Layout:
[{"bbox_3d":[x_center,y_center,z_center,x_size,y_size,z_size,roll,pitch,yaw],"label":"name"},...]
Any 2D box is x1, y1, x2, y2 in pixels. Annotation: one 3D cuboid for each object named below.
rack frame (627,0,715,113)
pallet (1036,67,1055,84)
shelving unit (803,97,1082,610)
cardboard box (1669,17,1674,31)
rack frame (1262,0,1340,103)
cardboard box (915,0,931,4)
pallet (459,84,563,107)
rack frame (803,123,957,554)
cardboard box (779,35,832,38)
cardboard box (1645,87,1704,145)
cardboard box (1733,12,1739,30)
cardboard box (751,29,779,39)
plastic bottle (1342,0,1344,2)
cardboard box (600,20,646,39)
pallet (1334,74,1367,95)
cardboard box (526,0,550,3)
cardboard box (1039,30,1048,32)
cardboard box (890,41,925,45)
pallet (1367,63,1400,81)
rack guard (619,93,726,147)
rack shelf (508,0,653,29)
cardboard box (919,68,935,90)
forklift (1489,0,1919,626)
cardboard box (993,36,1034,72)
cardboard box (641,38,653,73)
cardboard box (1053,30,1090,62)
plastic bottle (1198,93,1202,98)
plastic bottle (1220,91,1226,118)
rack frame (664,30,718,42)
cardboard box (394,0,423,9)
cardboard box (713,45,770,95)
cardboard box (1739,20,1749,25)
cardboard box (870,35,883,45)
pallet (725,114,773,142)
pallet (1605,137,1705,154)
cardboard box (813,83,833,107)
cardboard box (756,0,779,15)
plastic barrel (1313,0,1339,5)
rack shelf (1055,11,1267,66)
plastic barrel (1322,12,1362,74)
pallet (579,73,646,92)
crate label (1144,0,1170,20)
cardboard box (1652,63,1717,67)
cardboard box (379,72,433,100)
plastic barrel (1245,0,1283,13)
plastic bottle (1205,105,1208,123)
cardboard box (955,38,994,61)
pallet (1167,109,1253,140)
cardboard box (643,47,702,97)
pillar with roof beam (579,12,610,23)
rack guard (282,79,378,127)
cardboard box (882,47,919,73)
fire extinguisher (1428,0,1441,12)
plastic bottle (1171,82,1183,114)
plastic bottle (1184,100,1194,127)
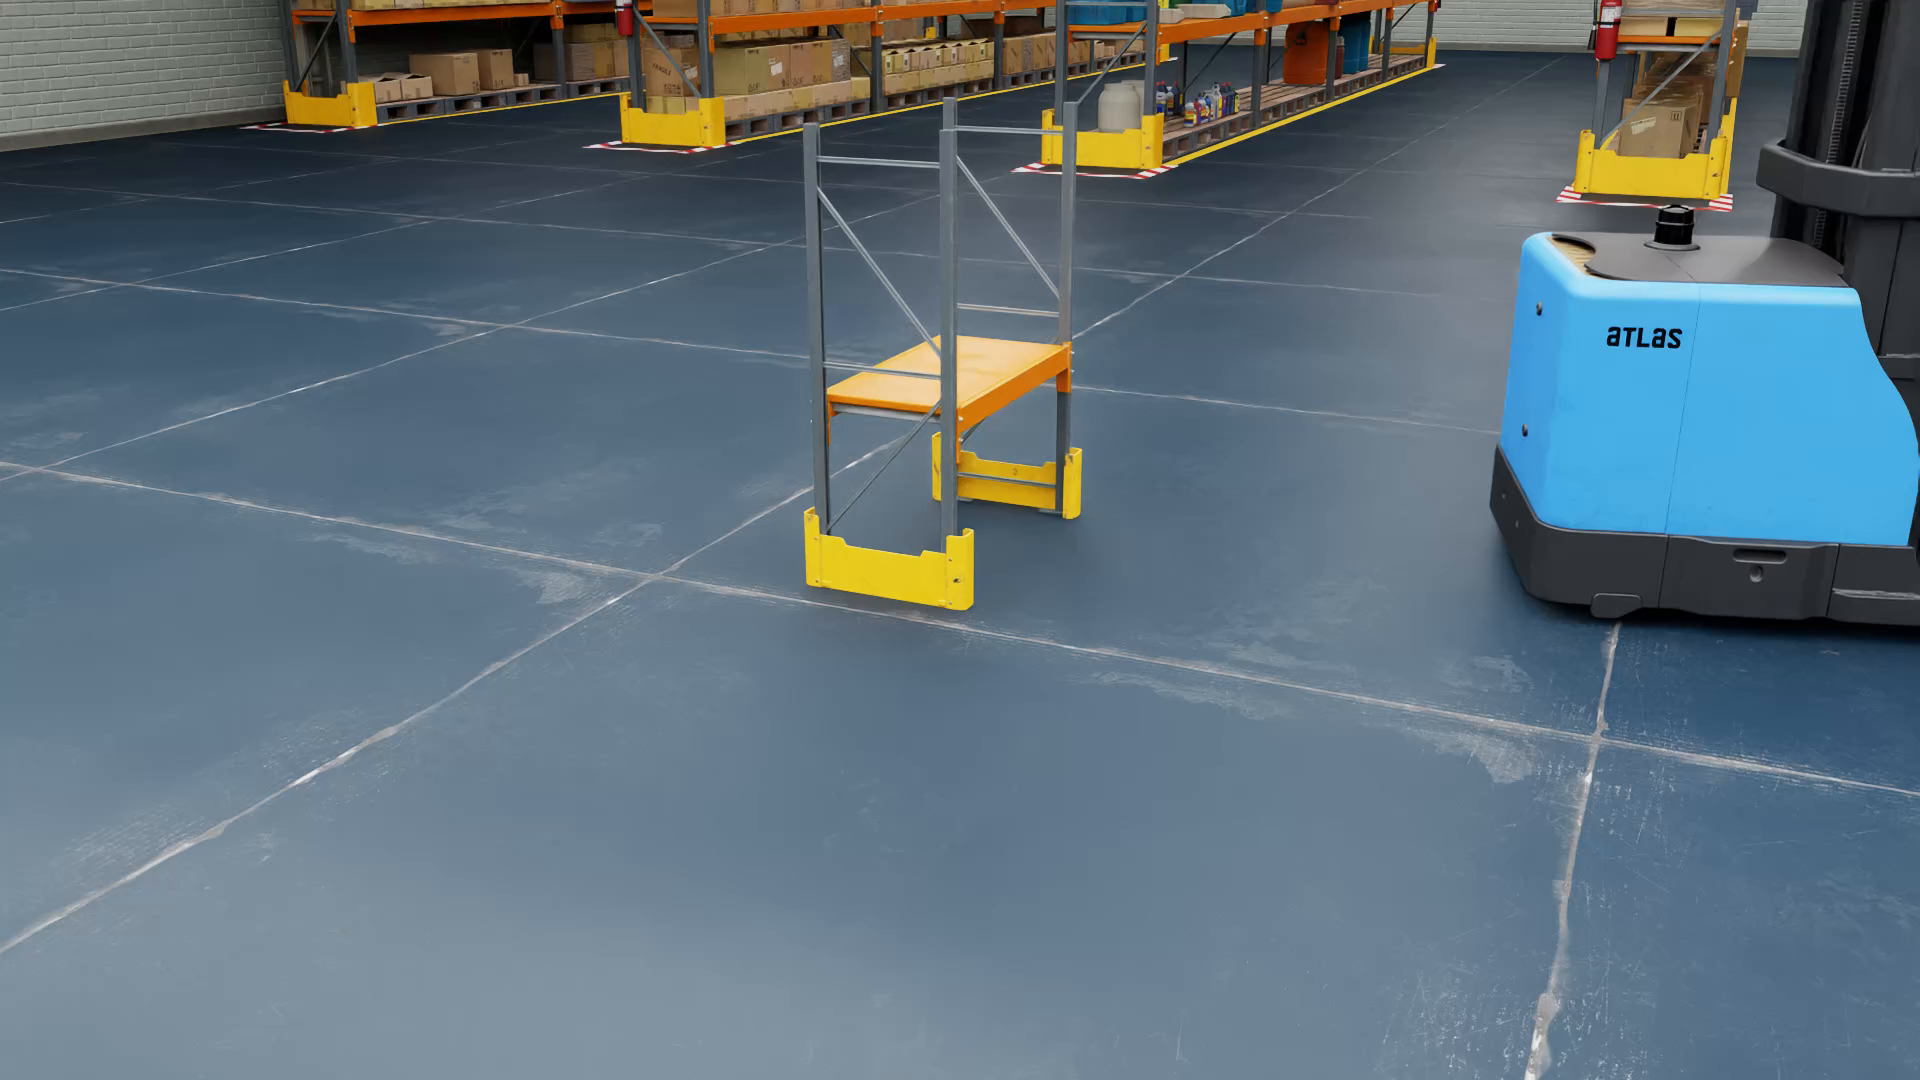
[{"bbox_3d":[-3.117,-5.759,17.684,1.000,3.000,0.127,9,21,23],"label":"rack frame"},{"bbox_3d":[1.000,-7.485,26.700,1.003,0.211,1.213,9,21,23],"label":"pallet"},{"bbox_3d":[-0.031,-0.683,5.652,0.587,1.500,1.083,9,21,23],"label":"shelving unit"},{"bbox_3d":[6.262,-4.700,15.083,0.380,0.149,0.250,9,21,23],"label":"cardboard box"},{"bbox_3d":[4.676,-7.523,22.647,1.000,3.000,0.127,9,21,23],"label":"rack frame"},{"bbox_3d":[-0.729,-7.575,22.643,0.500,0.500,0.500,9,21,23],"label":"cardboard box"},{"bbox_3d":[-6.243,-6.136,22.907,1.003,0.211,1.213,9,21,23],"label":"pallet"},{"bbox_3d":[-0.243,-0.525,5.207,0.500,1.500,0.032,9,21,23],"label":"rack frame"},{"bbox_3d":[-1.955,-6.138,21.110,0.500,0.500,0.500,9,21,23],"label":"cardboard box"},{"bbox_3d":[6.946,-4.148,16.258,0.500,0.500,0.500,7,21,18],"label":"cardboard box"},{"bbox_3d":[6.956,-4.779,15.306,0.380,0.149,0.250,9,21,23],"label":"cardboard box"},{"bbox_3d":[-3.577,-8.541,28.091,0.750,0.750,0.750,8,21,22],"label":"cardboard box"},{"bbox_3d":[5.325,-7.650,23.178,0.061,0.283,0.133,9,21,23],"label":"plastic bottle"},{"bbox_3d":[-5.106,-7.715,25.140,0.500,0.250,0.500,8,21,22],"label":"cardboard box"},{"bbox_3d":[5.462,-6.828,24.853,1.003,0.211,1.213,9,21,23],"label":"pallet"},{"bbox_3d":[-5.918,-7.412,22.528,0.500,0.250,0.500,9,21,23],"label":"cardboard box"},{"bbox_3d":[1.168,-8.177,27.560,0.500,0.500,0.500,9,21,23],"label":"cardboard box"},{"bbox_3d":[-0.742,-6.933,23.628,0.500,0.311,0.500,8,21,21],"label":"cardboard box"},{"bbox_3d":[6.580,-7.662,27.199,1.003,0.211,1.213,9,21,23],"label":"pallet"},{"bbox_3d":[-3.127,-4.573,18.083,1.175,0.500,0.348,9,21,23],"label":"rack guard"},{"bbox_3d":[-5.181,-7.932,24.870,1.077,0.370,4.000,9,21,23],"label":"rack shelf"},{"bbox_3d":[-0.668,-6.288,22.649,0.500,0.250,0.500,8,21,21],"label":"cardboard box"},{"bbox_3d":[3.369,-1.214,5.008,3.031,2.935,1.130,3,20,9],"label":"forklift"},{"bbox_3d":[0.815,-7.494,25.639,0.500,0.500,0.500,8,21,21],"label":"cardboard box"},{"bbox_3d":[-5.104,-7.388,25.339,0.700,0.500,0.500,8,21,22],"label":"cardboard box"},{"bbox_3d":[1.856,-8.266,27.810,0.500,0.500,0.500,8,21,22],"label":"cardboard box"},{"bbox_3d":[2.659,-4.799,18.385,0.061,0.283,0.133,9,21,23],"label":"plastic bottle"},{"bbox_3d":[2.930,-4.877,18.604,0.061,0.283,0.133,10,22,26],"label":"plastic bottle"},{"bbox_3d":[-4.362,-8.883,26.469,1.000,3.000,0.127,9,21,23],"label":"rack frame"},{"bbox_3d":[-6.949,-6.642,20.363,0.500,0.250,0.500,8,21,21],"label":"cardboard box"},{"bbox_3d":[-2.492,-5.301,18.755,0.500,0.500,0.500,9,21,23],"label":"cardboard box"},{"bbox_3d":[10.224,-6.792,23.133,1.225,0.875,0.875,8,21,21],"label":"cardboard box"},{"bbox_3d":[-1.903,-9.650,31.730,0.700,0.500,0.500,9,22,24],"label":"cardboard box"},{"bbox_3d":[-2.842,-4.684,18.825,1.003,0.211,1.213,9,21,23],"label":"pallet"},{"bbox_3d":[6.816,-3.723,16.121,1.003,0.211,1.213,9,21,23],"label":"pallet"},{"bbox_3d":[-1.875,-5.406,20.169,0.500,0.250,0.500,9,21,23],"label":"cardboard box"},{"bbox_3d":[-2.495,-6.259,18.942,0.700,0.500,0.500,9,21,23],"label":"cardboard box"},{"bbox_3d":[4.763,-7.404,22.108,0.600,0.536,0.708,9,21,23],"label":"plastic barrel"},{"bbox_3d":[2.219,-5.350,17.610,1.077,0.370,4.000,9,21,23],"label":"rack shelf"},{"bbox_3d":[5.786,-7.575,25.296,0.600,0.901,0.708,9,21,23],"label":"plastic barrel"},{"bbox_3d":[-5.184,-6.959,25.220,1.003,0.211,1.213,9,21,23],"label":"pallet"},{"bbox_3d":[1.907,-5.694,17.451,0.502,0.435,0.616,9,21,23],"label":"crate label"},{"bbox_3d":[8.497,-5.320,19.525,0.700,0.500,0.500,11,22,27],"label":"cardboard box"},{"bbox_3d":[-7.039,-5.751,21.019,0.500,0.311,0.500,11,22,27],"label":"cardboard box"},{"bbox_3d":[3.473,-6.613,19.340,0.600,0.901,0.708,9,21,23],"label":"plastic barrel"},{"bbox_3d":[2.649,-4.644,18.069,0.097,0.201,0.097,0,20,0],"label":"plastic bottle"},{"bbox_3d":[0.169,-7.177,24.312,0.500,0.311,0.500,9,22,24],"label":"cardboard box"},{"bbox_3d":[2.725,-4.787,19.114,1.003,0.211,1.213,9,21,23],"label":"pallet"},{"bbox_3d":[-3.169,-5.219,18.525,0.500,0.500,0.500,9,21,23],"label":"cardboard box"},{"bbox_3d":[-1.756,-10.840,23.019,9.100,9.000,0.400,9,21,23],"label":"pillar with roof beam"},{"bbox_3d":[-7.607,-5.283,20.077,1.175,0.500,0.348,9,21,23],"label":"rack guard"},{"bbox_3d":[-0.873,-6.392,22.106,0.500,0.311,0.500,8,21,22],"label":"cardboard box"},{"bbox_3d":[8.429,-9.740,29.553,0.296,0.674,0.183,9,21,23],"label":"fire extinguisher"},{"bbox_3d":[2.461,-5.050,18.989,0.144,0.351,0.185,9,21,23],"label":"plastic bottle"},{"bbox_3d":[2.427,-4.511,17.592,0.097,0.271,0.097,0,20,0],"label":"plastic bottle"}]
